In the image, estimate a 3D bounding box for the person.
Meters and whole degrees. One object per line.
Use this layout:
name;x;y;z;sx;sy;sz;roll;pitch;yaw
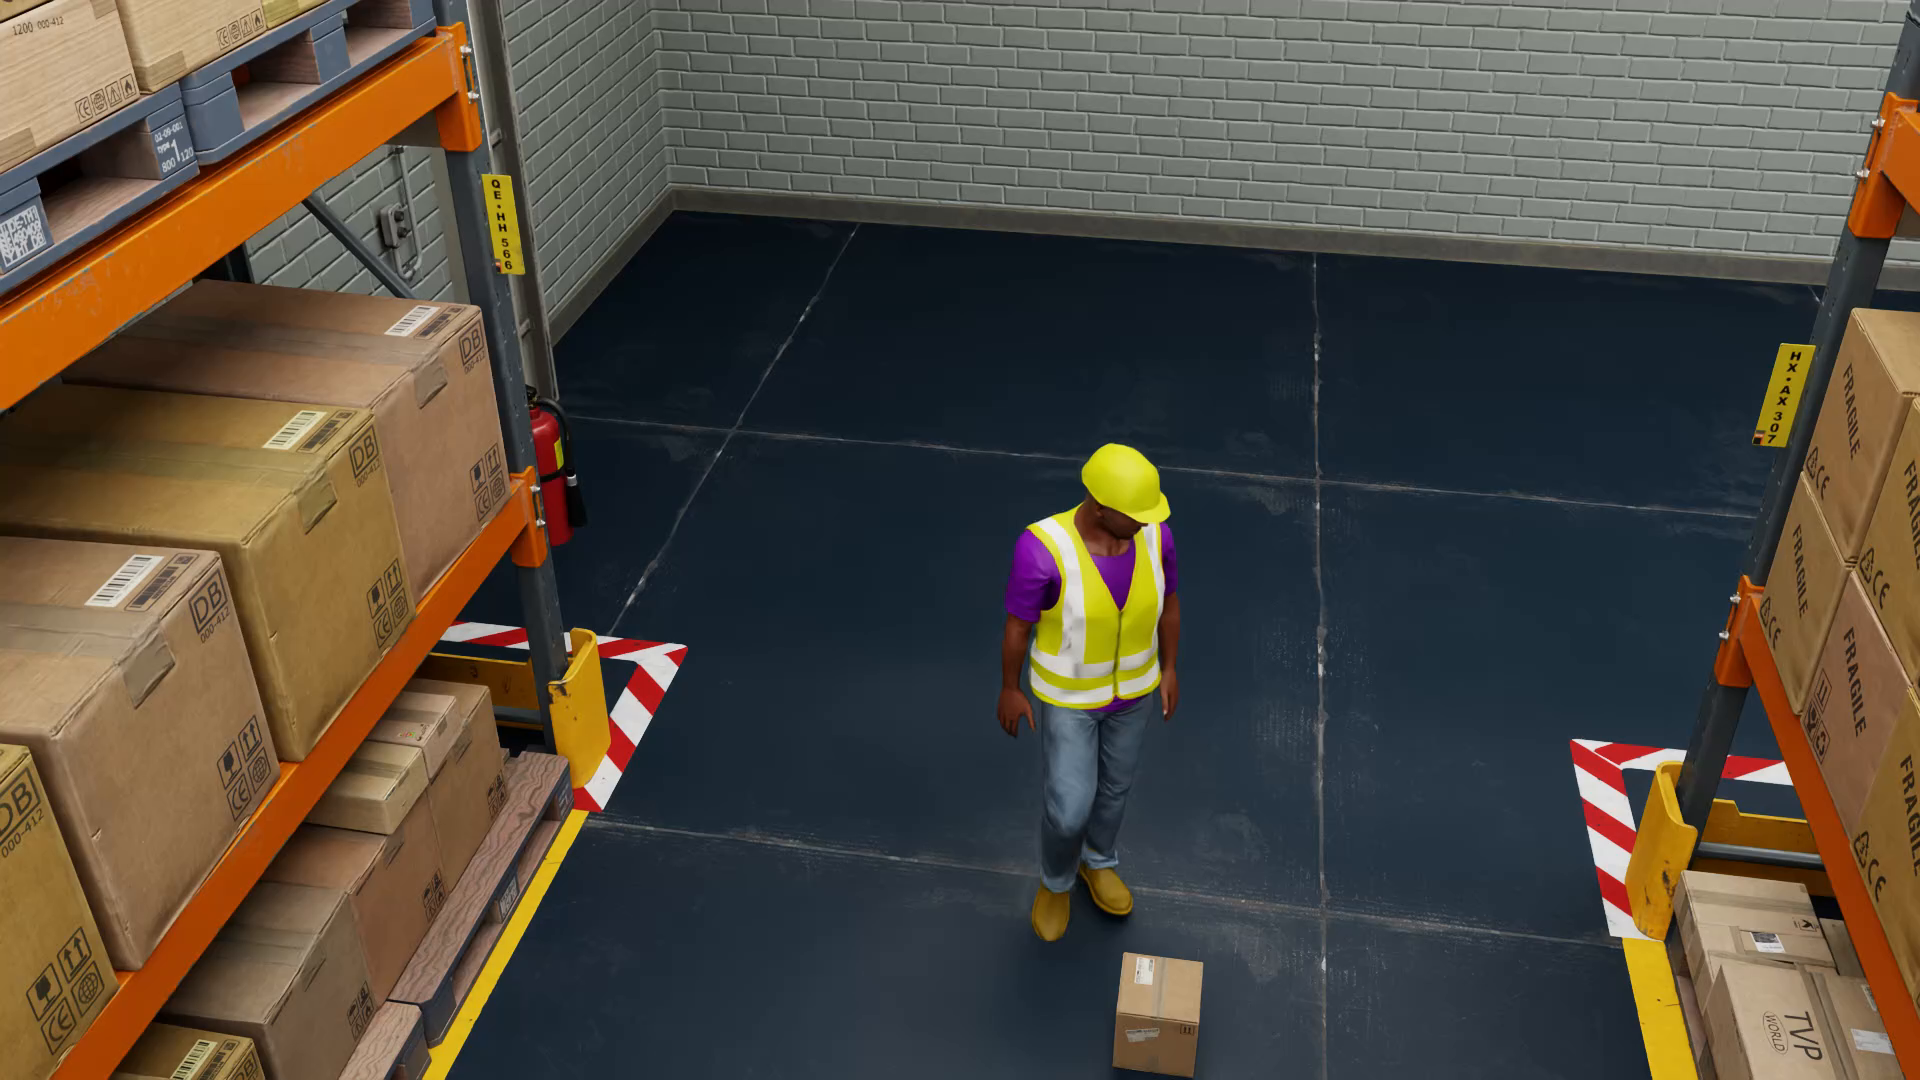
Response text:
person;0.451;0.512;5.308;0.610;1.820;0.438;-13;34;-19
